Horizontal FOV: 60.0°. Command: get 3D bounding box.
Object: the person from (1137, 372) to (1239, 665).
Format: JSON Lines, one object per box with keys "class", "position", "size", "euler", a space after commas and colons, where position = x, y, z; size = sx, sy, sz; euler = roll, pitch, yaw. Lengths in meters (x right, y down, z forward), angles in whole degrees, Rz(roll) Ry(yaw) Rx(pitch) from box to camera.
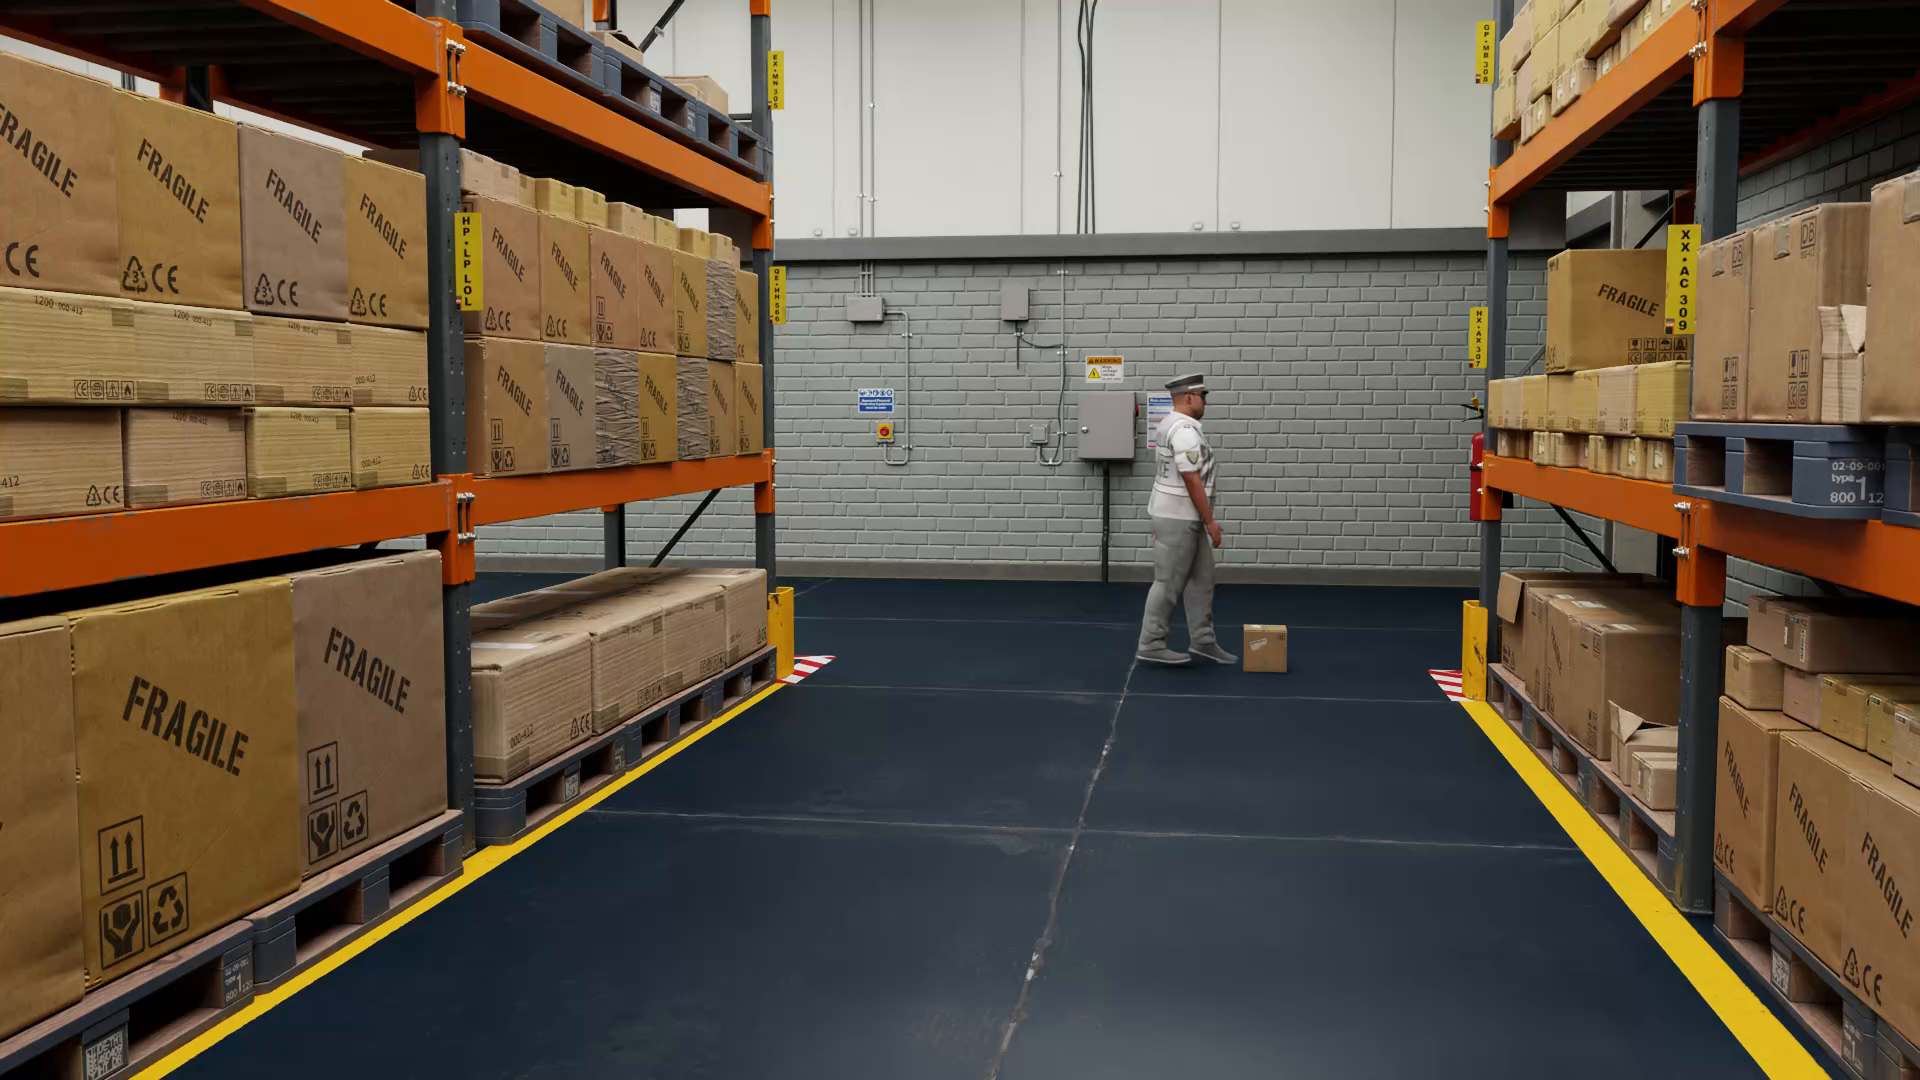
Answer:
{"class": "person", "position": [1.389, -0.109, 9.955], "size": [0.639, 1.782, 0.591], "euler": [0, 4, 2]}
